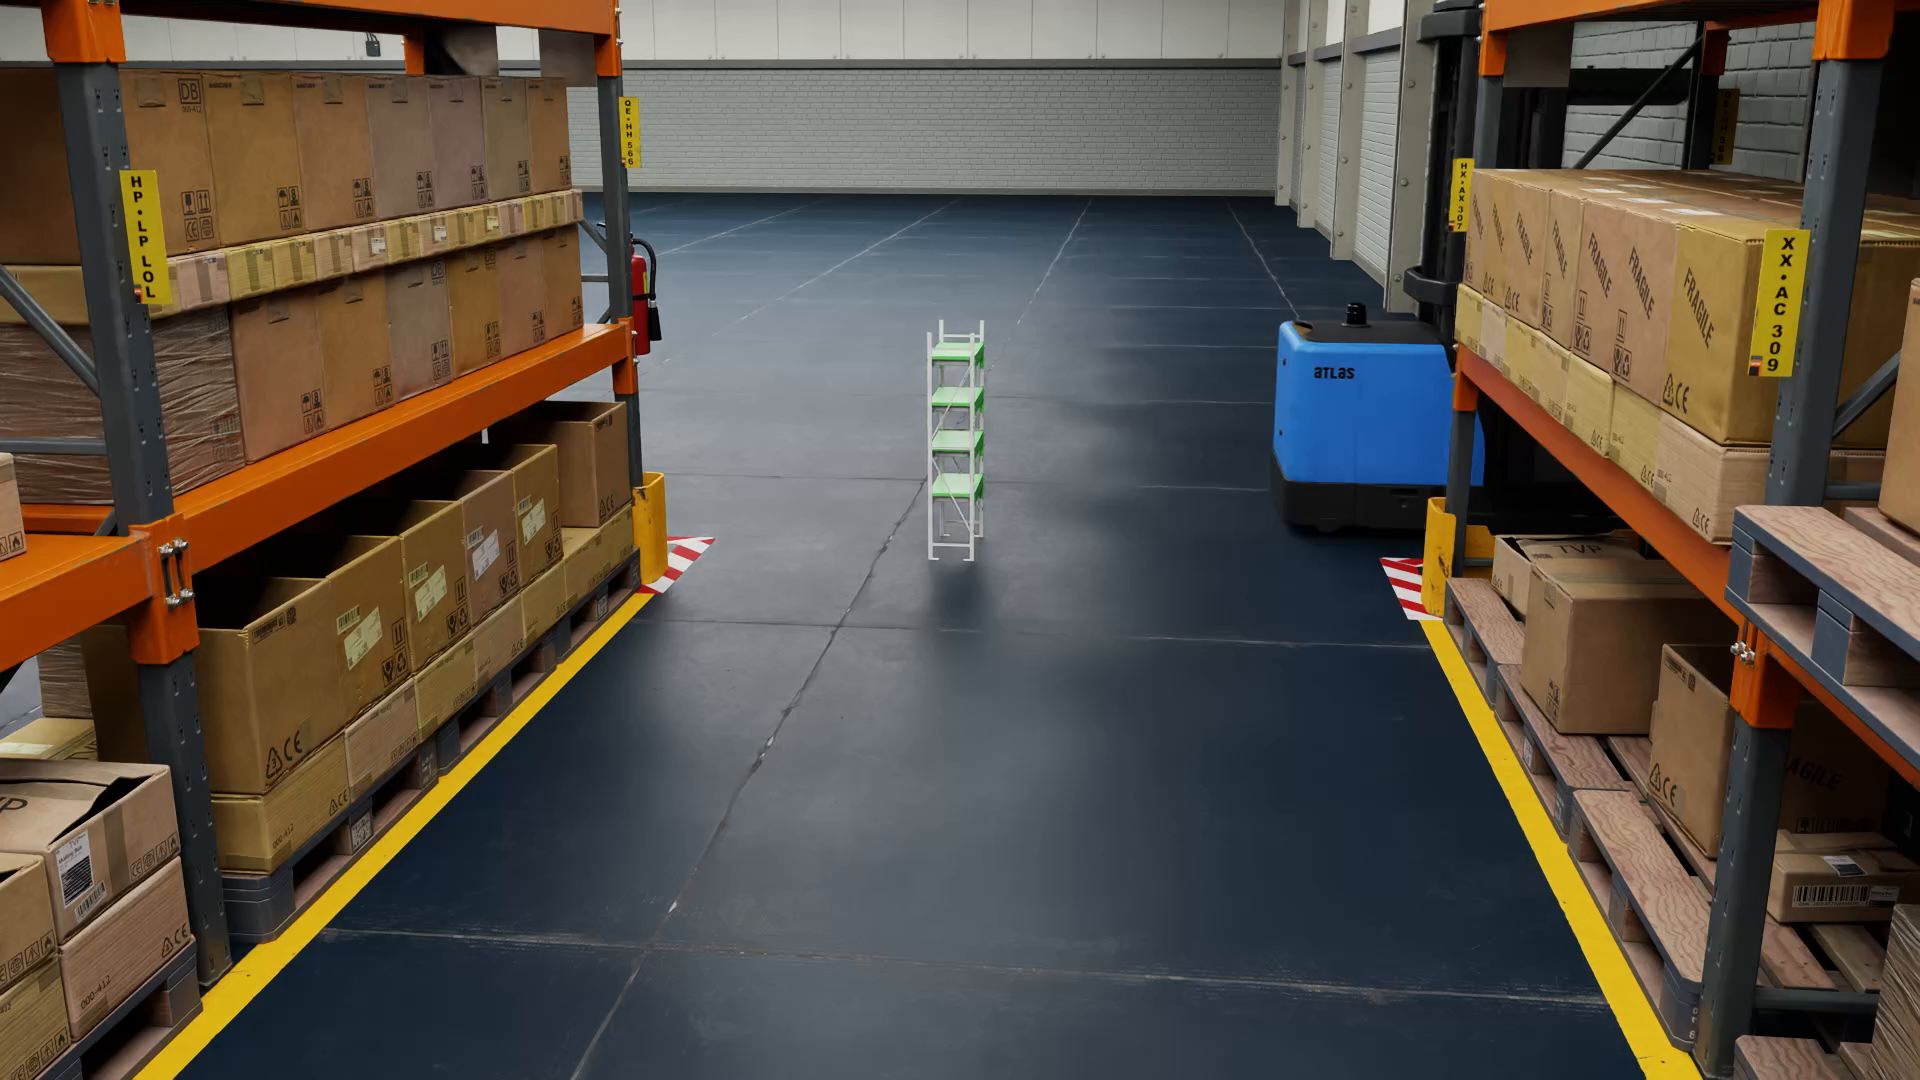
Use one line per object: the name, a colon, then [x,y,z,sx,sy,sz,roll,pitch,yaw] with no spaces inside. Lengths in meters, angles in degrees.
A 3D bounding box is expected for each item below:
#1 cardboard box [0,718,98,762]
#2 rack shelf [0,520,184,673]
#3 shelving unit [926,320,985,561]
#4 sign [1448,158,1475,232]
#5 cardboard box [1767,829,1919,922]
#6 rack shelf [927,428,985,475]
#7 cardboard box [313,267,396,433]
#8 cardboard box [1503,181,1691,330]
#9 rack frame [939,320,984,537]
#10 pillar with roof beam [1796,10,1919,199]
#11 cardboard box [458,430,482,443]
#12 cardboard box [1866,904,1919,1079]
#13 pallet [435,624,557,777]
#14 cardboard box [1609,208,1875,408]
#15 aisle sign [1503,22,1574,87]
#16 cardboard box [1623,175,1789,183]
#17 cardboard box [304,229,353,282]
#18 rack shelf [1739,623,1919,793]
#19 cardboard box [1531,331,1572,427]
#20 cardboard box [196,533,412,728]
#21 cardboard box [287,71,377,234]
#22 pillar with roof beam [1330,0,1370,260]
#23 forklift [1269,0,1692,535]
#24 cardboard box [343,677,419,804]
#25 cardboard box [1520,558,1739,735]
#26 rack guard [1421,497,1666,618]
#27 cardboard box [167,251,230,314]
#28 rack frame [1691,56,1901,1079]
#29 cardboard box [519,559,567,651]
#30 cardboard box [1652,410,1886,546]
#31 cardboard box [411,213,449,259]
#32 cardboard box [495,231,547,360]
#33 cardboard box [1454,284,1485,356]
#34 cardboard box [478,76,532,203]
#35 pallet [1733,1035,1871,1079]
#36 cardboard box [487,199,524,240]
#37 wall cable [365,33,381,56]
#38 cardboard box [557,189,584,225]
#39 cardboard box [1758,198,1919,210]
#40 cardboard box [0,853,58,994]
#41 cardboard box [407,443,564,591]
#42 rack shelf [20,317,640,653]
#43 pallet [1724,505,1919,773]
cardboard box: [-2.720,0.759,5.073,0.500,0.250,0.500,2,15,6]
rack shelf: [-2.781,0.627,2.476,1.077,0.370,4.000,2,15,6]
shelving unit: [-0.019,-0.536,8.847,0.258,1.200,0.503,2,15,6]
sign: [2.279,-1.566,7.547,0.100,0.325,0.005,2,15,6]
cardboard box: [2.398,0.921,4.593,0.380,0.166,0.250,0,15,-1]
rack shelf: [-0.019,-0.475,8.863,0.258,0.148,0.480,2,15,6]
cardboard box: [-2.398,-0.670,5.701,0.700,0.500,0.500,2,15,7]
cardboard box: [2.336,-1.054,6.127,0.500,0.500,0.500,1,15,4]
rack frame: [0.009,-0.600,9.081,0.240,1.200,0.015,2,15,6]
pillar with roof beam: [-0.679,-3.947,6.521,9.100,9.000,0.400,2,15,6]
cardboard box: [-2.440,-0.252,7.373,0.500,0.500,0.500,2,15,6]
cardboard box: [2.300,1.091,3.325,0.700,0.500,0.500,2,15,8]
pallet: [-2.289,0.584,6.596,1.003,0.211,1.213,2,15,6]
cardboard box: [2.164,-0.655,4.650,0.500,0.500,0.500,2,15,6]
aisle sign: [2.528,-2.414,7.363,0.394,0.787,0.004,2,15,6]
cardboard box: [2.910,-1.172,6.563,0.500,0.500,0.500,2,15,7]
cardboard box: [-2.219,-0.930,5.419,0.380,0.149,0.250,1,15,4]
rack shelf: [2.141,0.772,1.940,1.077,0.370,4.000,2,15,6]
cardboard box: [2.281,-0.554,5.712,0.500,0.250,0.500,2,15,7]
cardboard box: [-2.144,0.282,5.398,0.500,0.500,0.500,2,15,6]
cardboard box: [-2.399,-1.290,5.509,0.700,0.500,0.500,2,15,6]
pillar with roof beam: [1.352,-8.616,23.786,9.100,9.000,0.400,2,15,6]
forklift: [3.348,-1.530,9.206,3.031,2.935,1.130,1,15,5]
cardboard box: [-2.140,0.645,5.495,0.500,0.250,0.500,2,15,6]
cardboard box: [2.454,0.376,5.971,0.700,0.500,0.500,1,15,3]
rack guard: [2.810,0.095,7.854,1.175,0.500,0.348,2,15,6]
cardboard box: [-2.305,-0.730,4.680,0.380,0.149,0.250,2,15,7]
rack frame: [2.367,-0.094,3.764,1.000,3.000,0.127,2,15,6]
cardboard box: [-1.970,0.255,6.934,0.500,0.250,0.500,2,15,6]
cardboard box: [2.119,-0.163,4.269,0.500,0.250,0.500,2,15,6]
cardboard box: [-2.131,-1.131,6.164,0.380,0.149,0.250,1,15,5]
cardboard box: [-2.224,-1.068,7.173,0.700,0.500,0.500,2,15,8]
cardboard box: [2.448,-0.952,7.184,0.500,0.250,0.500,1,15,5]
cardboard box: [-2.229,-1.680,6.952,0.700,0.500,0.500,1,15,5]
pallet: [2.281,1.454,3.381,1.003,0.211,1.213,2,15,6]
cardboard box: [-2.045,-1.334,6.914,0.380,0.149,0.250,2,15,7]
wall cable: [-13.237,-14.612,39.447,2.305,6.003,0.169,2,15,6]
cardboard box: [-1.958,-1.533,7.652,0.380,0.149,0.250,1,15,5]
cardboard box: [2.751,-0.772,5.085,0.500,0.500,0.500,2,15,8]
cardboard box: [-2.369,0.863,3.612,0.500,0.311,0.500,2,15,8]
cardboard box: [-1.967,-0.106,6.836,0.500,0.500,0.500,2,15,6]
rack shelf: [-2.330,-0.411,6.312,1.077,0.370,4.000,2,15,6]
pallet: [2.136,0.192,3.072,1.003,0.211,1.213,2,15,6]
